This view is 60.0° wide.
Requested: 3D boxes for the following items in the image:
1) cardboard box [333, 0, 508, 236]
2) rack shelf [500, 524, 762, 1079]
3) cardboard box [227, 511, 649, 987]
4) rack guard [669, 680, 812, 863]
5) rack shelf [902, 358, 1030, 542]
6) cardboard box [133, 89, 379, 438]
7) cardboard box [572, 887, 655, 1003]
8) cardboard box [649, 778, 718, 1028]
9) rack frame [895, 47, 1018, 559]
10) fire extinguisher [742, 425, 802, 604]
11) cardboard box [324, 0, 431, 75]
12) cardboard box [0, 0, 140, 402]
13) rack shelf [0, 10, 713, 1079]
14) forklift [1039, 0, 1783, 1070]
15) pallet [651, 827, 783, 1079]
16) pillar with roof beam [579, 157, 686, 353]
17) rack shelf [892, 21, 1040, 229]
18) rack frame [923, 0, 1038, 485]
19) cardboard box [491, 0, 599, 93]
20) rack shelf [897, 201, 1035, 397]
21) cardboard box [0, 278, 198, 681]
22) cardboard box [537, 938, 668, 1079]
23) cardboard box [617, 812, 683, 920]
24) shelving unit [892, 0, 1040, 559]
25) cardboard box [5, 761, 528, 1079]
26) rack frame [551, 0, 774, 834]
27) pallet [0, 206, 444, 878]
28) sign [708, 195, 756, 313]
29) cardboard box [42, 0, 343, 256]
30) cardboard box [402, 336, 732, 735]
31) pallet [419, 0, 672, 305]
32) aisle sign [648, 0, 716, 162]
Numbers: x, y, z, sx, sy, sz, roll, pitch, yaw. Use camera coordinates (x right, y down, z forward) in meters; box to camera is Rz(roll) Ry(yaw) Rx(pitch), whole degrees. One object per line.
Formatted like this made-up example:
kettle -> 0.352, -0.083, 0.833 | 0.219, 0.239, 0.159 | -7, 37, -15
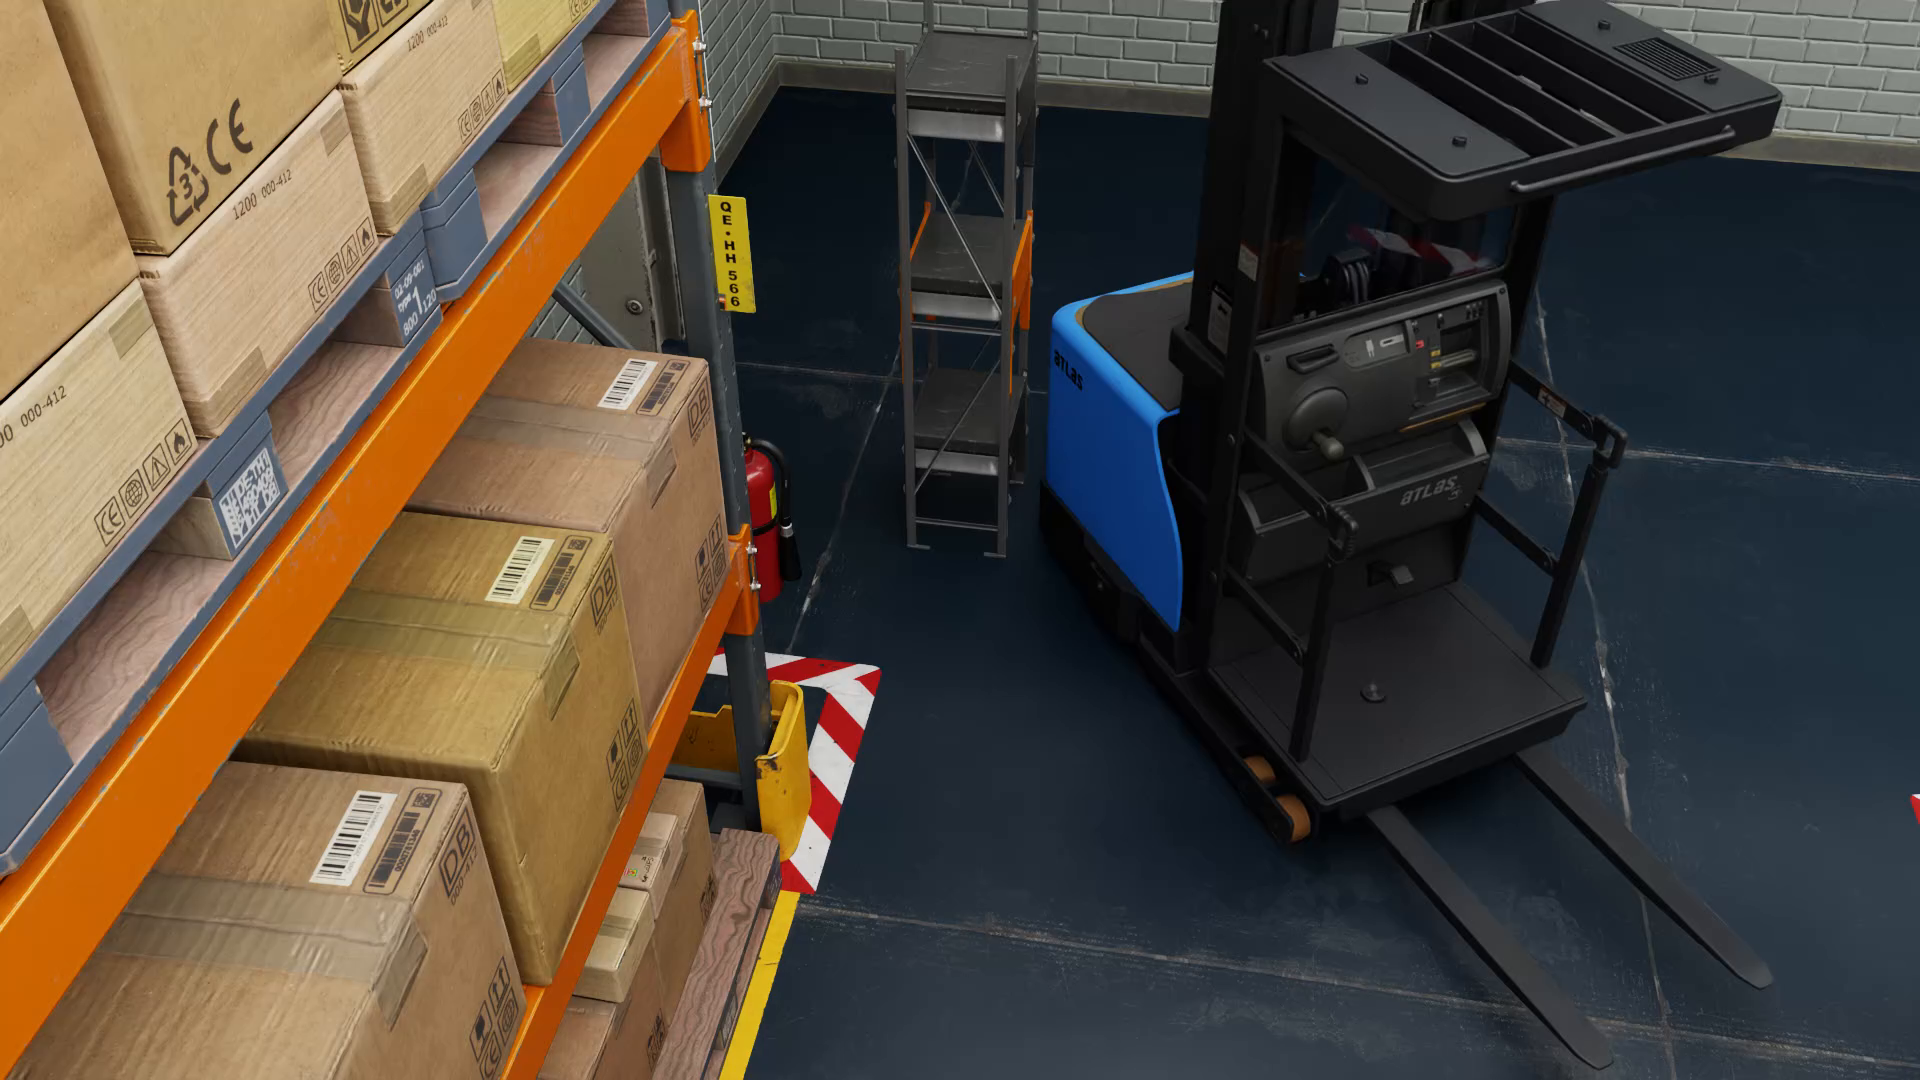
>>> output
cardboard box -> -1.060, -0.727, 2.631 | 0.500, 0.250, 0.500 | 5, 40, 6
rack shelf -> -1.451, 1.288, 3.403 | 1.077, 0.370, 4.000 | 6, 40, 8
cardboard box -> -1.299, 0.419, 3.654 | 0.980, 0.700, 0.700 | 6, 40, 7
rack guard -> -1.101, 0.704, 5.506 | 1.175, 0.500, 0.348 | 6, 40, 8
rack shelf -> 0.029, -0.363, 6.661 | 0.431, 0.518, 0.480 | 6, 40, 8
cardboard box -> -1.145, -0.400, 2.236 | 0.500, 0.250, 0.500 | 5, 40, 6
cardboard box -> -1.014, 1.019, 4.287 | 0.380, 0.149, 0.250 | 7, 40, 9
cardboard box -> -1.128, 1.008, 4.809 | 0.700, 0.500, 0.500 | 6, 40, 8
rack frame -> -0.014, -0.760, 6.021 | 0.400, 2.100, 0.015 | 6, 40, 8
fire extinguisher -> -0.625, -0.115, 4.888 | 0.296, 0.674, 0.183 | 6, 40, 8
cardboard box -> -1.061, -1.030, 2.408 | 0.500, 0.500, 0.500 | 8, 40, 9
cardboard box -> -1.235, -0.372, 1.613 | 0.500, 0.500, 0.500 | 7, 40, 8
rack shelf -> -1.451, 0.132, 2.447 | 1.077, 0.370, 4.000 | 6, 40, 8
forklift -> 1.414, -0.446, 4.989 | 1.130, 2.935, 3.031 | -17, 43, -20
pallet -> -1.167, 1.341, 4.963 | 1.003, 0.211, 1.213 | 6, 40, 8
pillar with roof beam -> 2.750, -3.872, 4.371 | 9.100, 9.000, 0.400 | 6, 40, 8
rack shelf -> 0.029, -1.442, 5.769 | 0.431, 0.518, 0.480 | 6, 40, 8
rack frame -> 0.071, -1.066, 6.392 | 0.400, 2.100, 0.015 | 6, 40, 8
cardboard box -> -0.971, -1.054, 3.026 | 0.500, 0.250, 0.500 | 8, 40, 9
rack shelf -> 0.029, -0.903, 6.215 | 0.431, 0.518, 0.480 | 6, 40, 8
cardboard box -> -1.235, -0.078, 1.846 | 0.500, 0.250, 0.500 | 5, 40, 6
cardboard box -> -1.214, 1.322, 4.430 | 0.700, 0.500, 0.500 | 6, 40, 8
cardboard box -> -0.971, 0.858, 4.481 | 0.380, 0.149, 0.250 | 6, 40, 7
shelving unit -> 0.029, -0.913, 6.207 | 0.431, 2.100, 0.503 | 6, 40, 8
cardboard box -> -1.440, 0.897, 3.076 | 0.980, 0.700, 0.700 | 5, 40, 6
rack frame -> -1.105, -0.244, 4.691 | 1.000, 3.000, 0.127 | 6, 40, 8
pallet -> -1.432, -0.132, 2.271 | 1.003, 0.211, 1.213 | 6, 40, 8
sign -> -0.573, -0.713, 4.164 | 0.100, 0.325, 0.005 | 6, 40, 8
cardboard box -> -1.143, -0.701, 2.011 | 0.500, 0.500, 0.500 | 5, 40, 6
cardboard box -> -1.184, -0.039, 4.207 | 0.980, 0.700, 0.700 | 8, 40, 10
pallet -> -1.223, -0.899, 3.199 | 1.003, 0.211, 1.213 | 6, 40, 8
aisle sign -> -0.797, -1.258, 3.878 | 0.394, 0.787, 0.004 | 6, 40, 8
